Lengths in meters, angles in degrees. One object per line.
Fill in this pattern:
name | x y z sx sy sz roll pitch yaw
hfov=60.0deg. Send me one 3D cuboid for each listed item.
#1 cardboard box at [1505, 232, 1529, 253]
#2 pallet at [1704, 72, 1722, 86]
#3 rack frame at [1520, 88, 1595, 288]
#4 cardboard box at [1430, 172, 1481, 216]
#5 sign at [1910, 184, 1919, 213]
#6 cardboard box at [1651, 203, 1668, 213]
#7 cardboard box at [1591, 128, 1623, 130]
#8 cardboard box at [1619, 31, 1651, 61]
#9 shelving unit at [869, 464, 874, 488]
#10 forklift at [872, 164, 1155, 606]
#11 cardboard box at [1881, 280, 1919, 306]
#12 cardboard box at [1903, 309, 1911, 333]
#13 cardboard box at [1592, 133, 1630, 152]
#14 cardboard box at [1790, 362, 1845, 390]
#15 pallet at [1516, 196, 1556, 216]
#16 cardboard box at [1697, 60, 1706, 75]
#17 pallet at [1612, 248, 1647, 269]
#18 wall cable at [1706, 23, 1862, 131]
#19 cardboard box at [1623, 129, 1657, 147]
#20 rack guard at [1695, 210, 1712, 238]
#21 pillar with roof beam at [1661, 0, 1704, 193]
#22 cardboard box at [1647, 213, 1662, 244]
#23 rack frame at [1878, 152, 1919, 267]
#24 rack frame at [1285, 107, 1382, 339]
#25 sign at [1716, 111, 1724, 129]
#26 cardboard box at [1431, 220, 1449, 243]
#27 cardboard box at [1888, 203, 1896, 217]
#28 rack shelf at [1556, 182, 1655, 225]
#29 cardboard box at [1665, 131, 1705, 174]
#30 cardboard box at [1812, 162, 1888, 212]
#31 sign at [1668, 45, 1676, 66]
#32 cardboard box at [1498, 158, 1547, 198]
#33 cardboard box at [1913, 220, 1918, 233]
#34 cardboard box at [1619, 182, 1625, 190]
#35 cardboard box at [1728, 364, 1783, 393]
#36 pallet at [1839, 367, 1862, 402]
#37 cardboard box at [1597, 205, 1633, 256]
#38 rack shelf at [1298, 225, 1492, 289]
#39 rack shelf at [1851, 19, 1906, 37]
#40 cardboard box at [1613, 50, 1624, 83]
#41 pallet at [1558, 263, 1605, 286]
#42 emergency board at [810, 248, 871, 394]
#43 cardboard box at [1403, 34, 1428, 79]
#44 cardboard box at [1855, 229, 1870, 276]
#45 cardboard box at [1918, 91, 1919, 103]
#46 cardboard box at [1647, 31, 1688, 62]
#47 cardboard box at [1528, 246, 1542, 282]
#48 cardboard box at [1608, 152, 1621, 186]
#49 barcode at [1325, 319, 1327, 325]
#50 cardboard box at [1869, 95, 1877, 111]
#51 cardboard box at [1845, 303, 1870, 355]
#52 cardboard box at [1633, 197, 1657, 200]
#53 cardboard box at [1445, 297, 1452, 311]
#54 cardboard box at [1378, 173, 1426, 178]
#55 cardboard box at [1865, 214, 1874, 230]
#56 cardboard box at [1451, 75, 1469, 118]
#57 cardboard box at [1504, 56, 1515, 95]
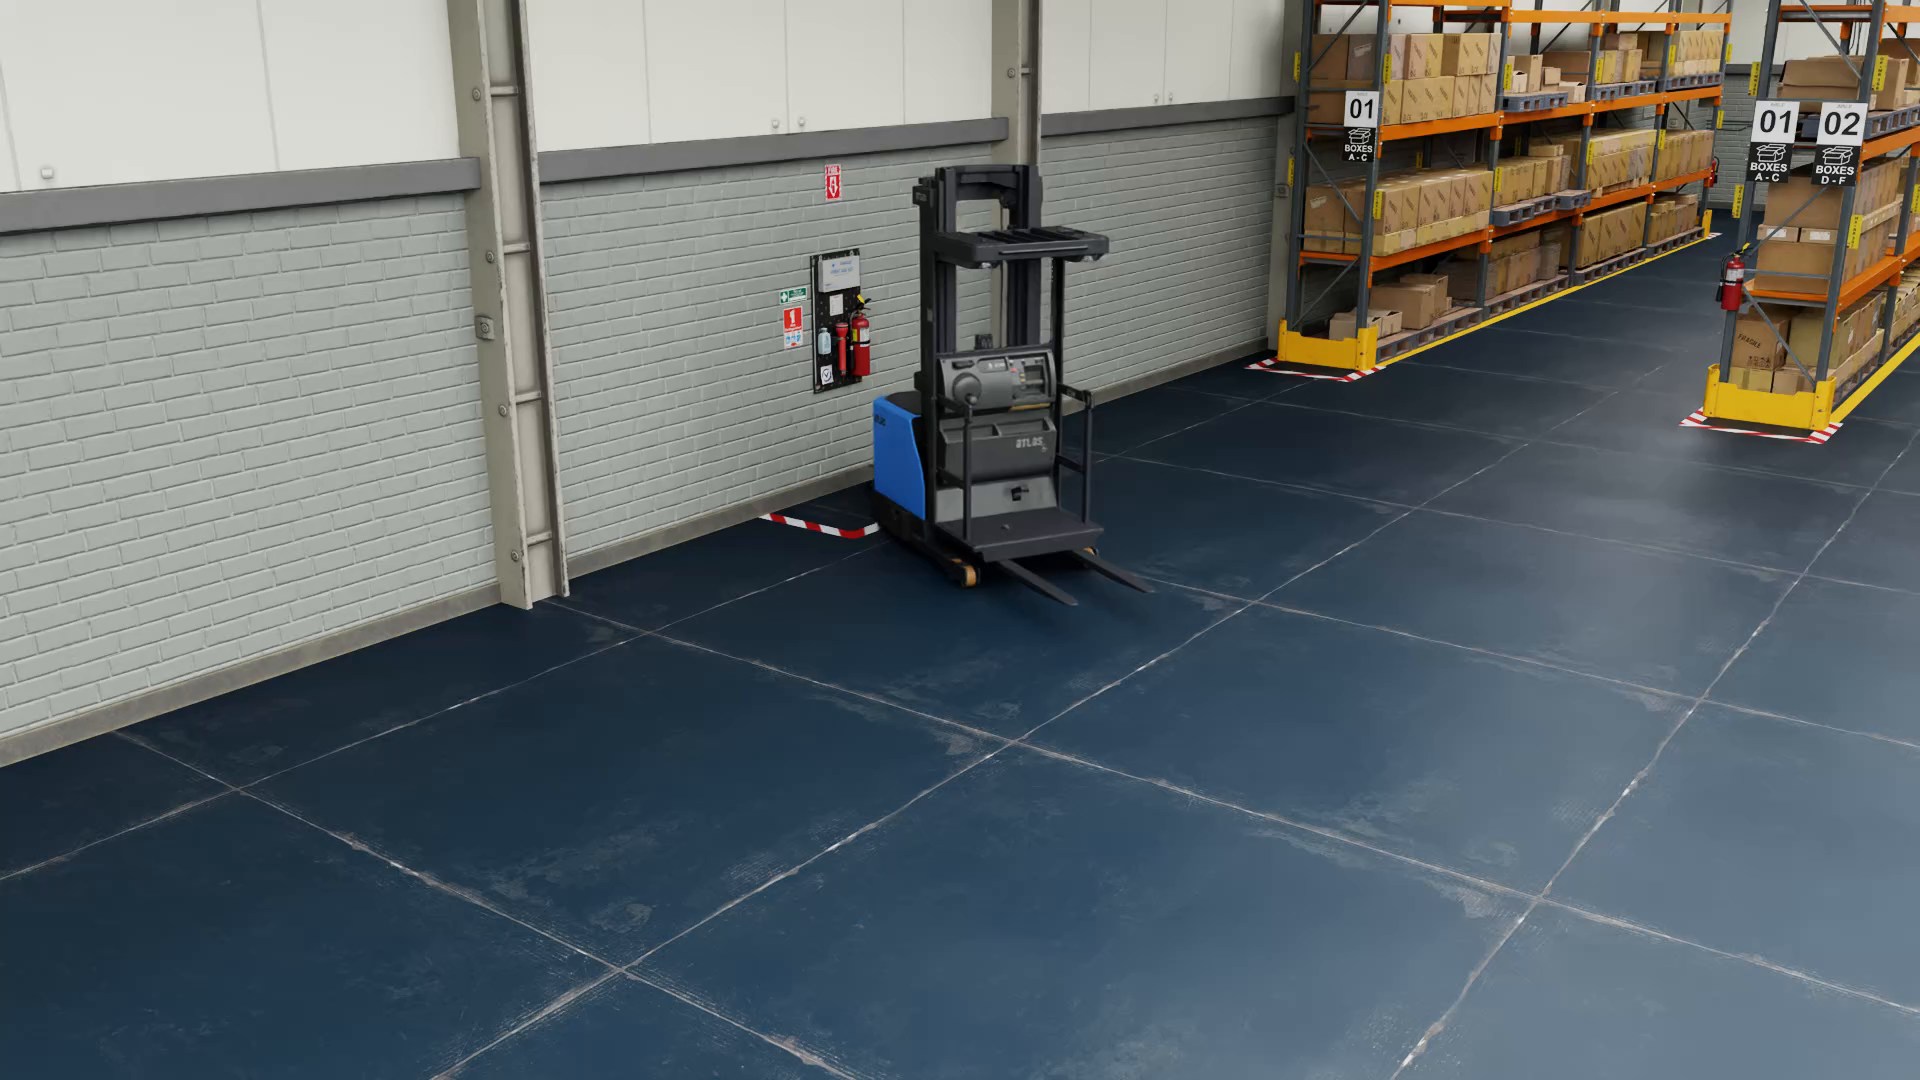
cardboard box | 8.068 -4.407 24.587 0.500 0.250 0.500 12 21 34
pallet | 13.480 -8.579 30.903 1.003 0.211 1.213 12 21 35
rack frame | 9.147 -5.462 25.774 1.000 3.000 0.127 12 21 35
cardboard box | 6.438 -4.518 21.689 0.500 0.500 0.500 12 21 34
sign | 11.191 -3.988 19.435 0.100 0.325 0.005 12 21 35
cardboard box | 12.409 -5.940 29.728 0.380 0.149 0.250 13 22 37
cardboard box | 11.047 -6.908 28.464 0.500 0.250 0.500 13 22 36
cardboard box | 11.759 -8.589 28.899 0.500 0.500 0.500 12 21 34
shelving unit | -0.466 -0.462 14.337 0.252 0.215 1.050 -7 18 -25
forklift | 0.381 -1.199 12.162 1.130 2.935 3.031 -8 19 -24
cardboard box | 12.106 -3.211 21.507 0.500 0.311 0.500 13 22 36
cardboard box | 11.796 -2.820 21.194 0.500 0.250 0.500 12 21 33
cardboard box | 10.538 -6.452 26.996 0.500 0.250 0.500 12 21 34
cardboard box | 9.154 -1.777 17.838 0.500 0.250 0.500 12 21 35
pallet | 8.000 -4.891 24.261 1.003 0.211 1.213 12 21 35
cardboard box | 13.075 -8.506 29.895 0.500 0.250 0.500 12 21 33
pallet | 11.131 -4.886 28.621 1.003 0.211 1.213 12 21 35
wall cable | 17.571 -10.033 35.615 3.097 2.526 0.112 12 21 35
cardboard box | 11.458 -6.815 28.165 0.500 0.250 0.500 13 22 36
rack guard | 13.928 -6.179 32.299 1.175 0.500 0.348 12 21 35
pillar with roof beam | 18.285 -10.267 31.133 9.100 9.000 0.400 12 21 35
cardboard box | 12.058 -5.581 29.665 0.700 0.500 0.500 13 21 35
rack frame | 13.128 -4.587 22.958 1.000 3.000 0.127 12 21 35
rack frame | 4.380 -3.556 19.638 1.000 3.000 0.127 12 21 35
sign | 14.341 -7.934 31.383 0.100 0.325 0.005 12 21 35
cardboard box | 5.835 -3.921 21.031 0.500 0.250 0.500 13 21 35
cardboard box | 10.605 -3.831 19.260 0.380 0.149 0.250 12 21 34
rack shelf | 10.339 -5.595 27.414 1.077 0.370 4.000 12 21 35
cardboard box | 13.193 -7.212 30.904 0.980 0.700 0.700 12 21 34
cardboard box | 9.886 -3.955 18.567 0.700 0.500 0.500 12 21 35
sign | 11.972 -8.151 27.972 0.100 0.325 0.005 12 21 35
cardboard box | 8.151 -5.305 24.359 0.700 0.500 0.500 12 21 35
cardboard box | 12.413 -4.154 21.985 0.380 0.149 0.250 14 22 39
cardboard box | 10.764 -5.879 27.506 0.380 0.149 0.250 12 21 33
cardboard box | 8.443 -1.749 17.747 0.500 0.250 0.500 12 21 35
pallet | 9.510 -1.829 18.778 1.003 0.211 1.213 12 21 35
cardboard box | 10.720 -5.198 27.842 0.750 0.750 0.750 13 22 36
rack shelf | 5.572 -3.689 21.279 1.077 0.370 4.000 12 21 35
rack shelf | 11.936 -6.441 20.700 1.077 0.370 4.000 12 21 35
cardboard box | 10.288 -7.663 26.893 0.700 0.500 0.500 12 21 35
pallet | 9.677 -4.304 26.749 1.003 0.211 1.213 12 21 35
emergency board | -0.975 -1.865 14.192 0.194 1.169 0.643 12 21 35
cardboard box | 5.144 -5.683 19.540 0.500 0.500 0.500 12 21 34
cardboard box | 9.570 -3.208 18.347 0.700 0.500 0.500 13 22 36
cardboard box | 11.444 -5.472 20.295 0.500 0.250 0.500 10 20 29
cardboard box | 12.180 -8.502 28.618 0.500 0.500 0.500 12 21 34
cardboard box | 8.360 -4.195 25.168 0.700 0.500 0.500 12 21 35
cardboard box | 10.258 -5.973 26.715 0.500 0.500 0.500 12 21 34
barcode | 4.554 -2.711 20.691 0.001 0.075 0.075 12 21 35
cardboard box | 9.204 -4.511 17.133 0.380 0.149 0.250 12 21 35
cardboard box | 9.755 -2.373 18.490 0.500 0.500 0.500 12 21 35
cardboard box | 12.586 -6.202 30.570 0.380 0.149 0.250 12 21 34
cardboard box | 6.469 -3.233 22.633 0.380 0.166 0.250 9 20 28
cardboard box | 5.703 -4.490 21.599 0.500 0.500 0.500 13 22 36
cardboard box | 9.684 -3.461 18.068 0.380 0.149 0.250 13 21 35
cardboard box | 6.050 -5.578 20.888 0.500 0.500 0.500 11 21 33
cardboard box | 7.154 -6.306 22.558 0.500 0.500 0.500 16 24 42
